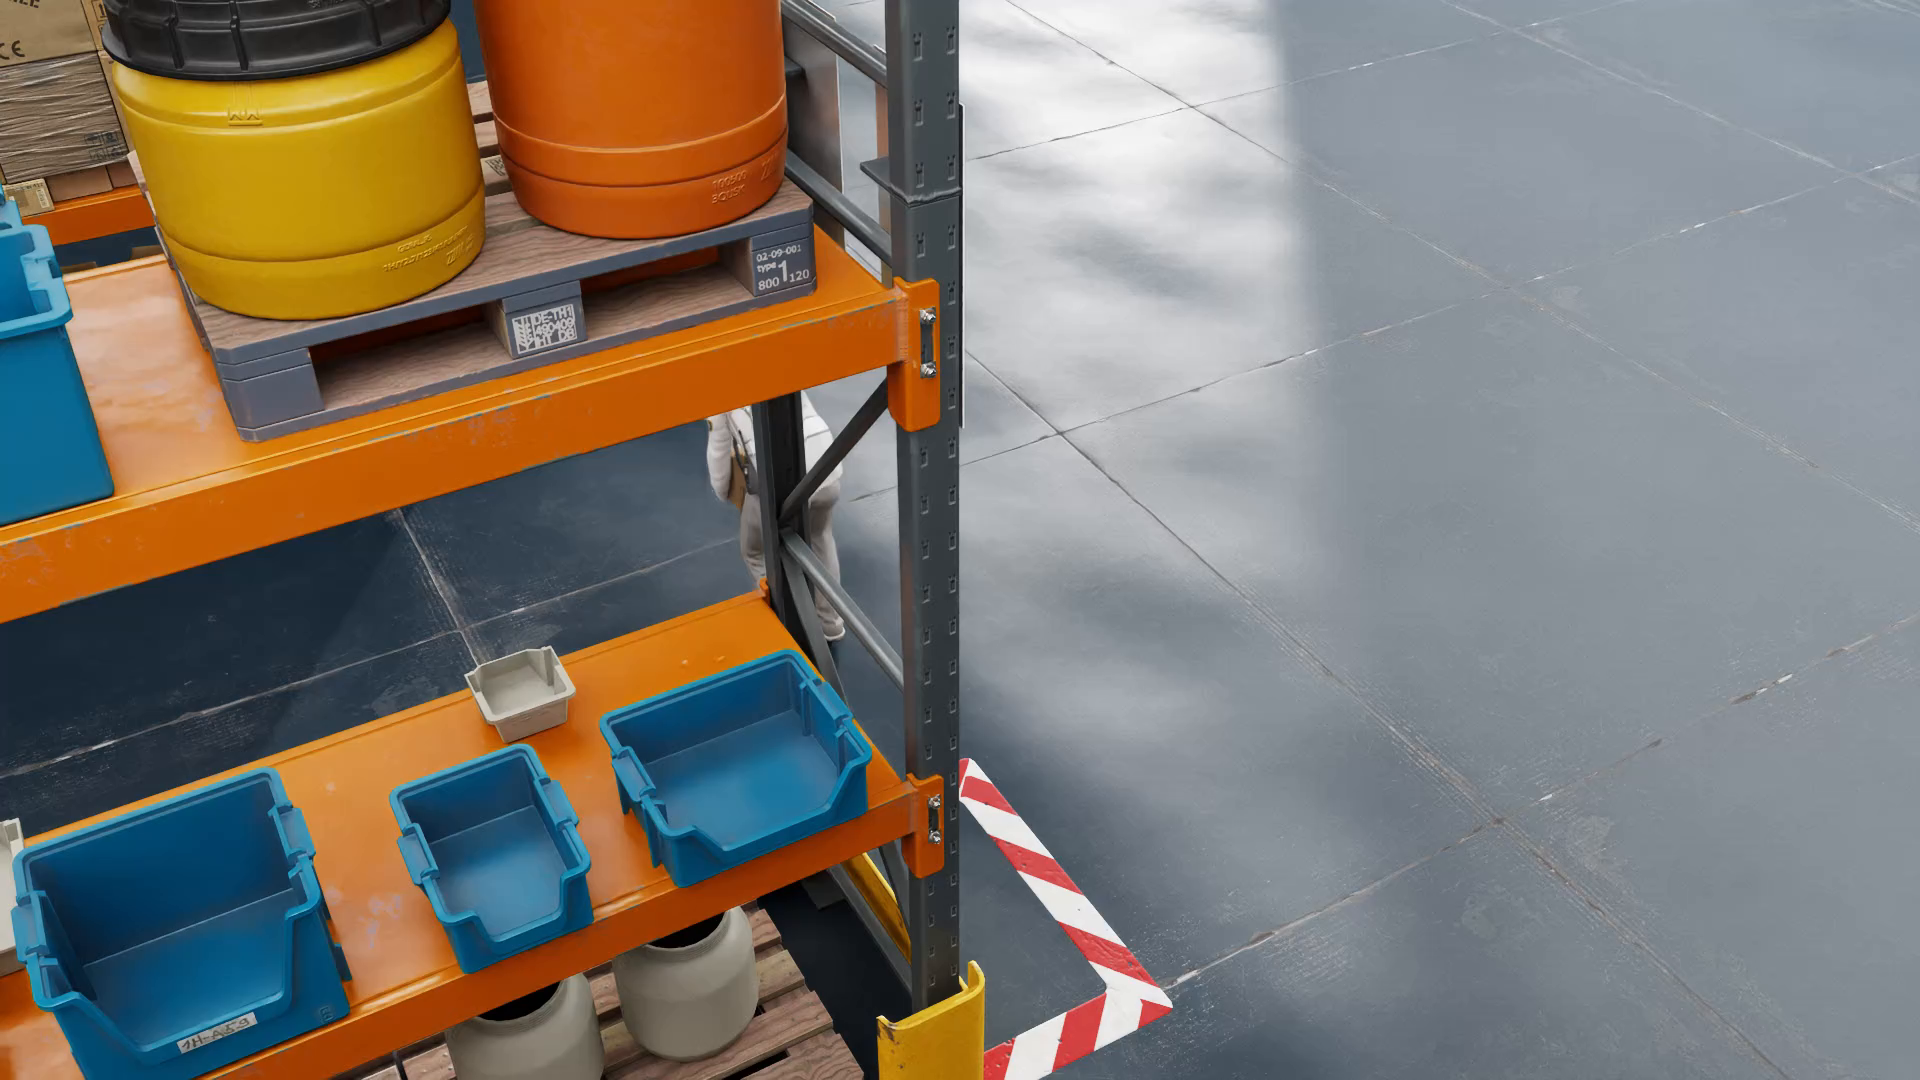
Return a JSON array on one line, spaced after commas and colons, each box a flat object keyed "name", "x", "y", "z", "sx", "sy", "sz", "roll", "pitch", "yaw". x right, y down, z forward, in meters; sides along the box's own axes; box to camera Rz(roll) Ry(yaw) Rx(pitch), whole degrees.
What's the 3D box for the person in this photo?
[{"name": "person", "x": -0.780, "y": -0.254, "z": 6.714, "sx": 0.416, "sy": 1.395, "sz": 0.826, "roll": -20, "pitch": 42, "yaw": -25}]
